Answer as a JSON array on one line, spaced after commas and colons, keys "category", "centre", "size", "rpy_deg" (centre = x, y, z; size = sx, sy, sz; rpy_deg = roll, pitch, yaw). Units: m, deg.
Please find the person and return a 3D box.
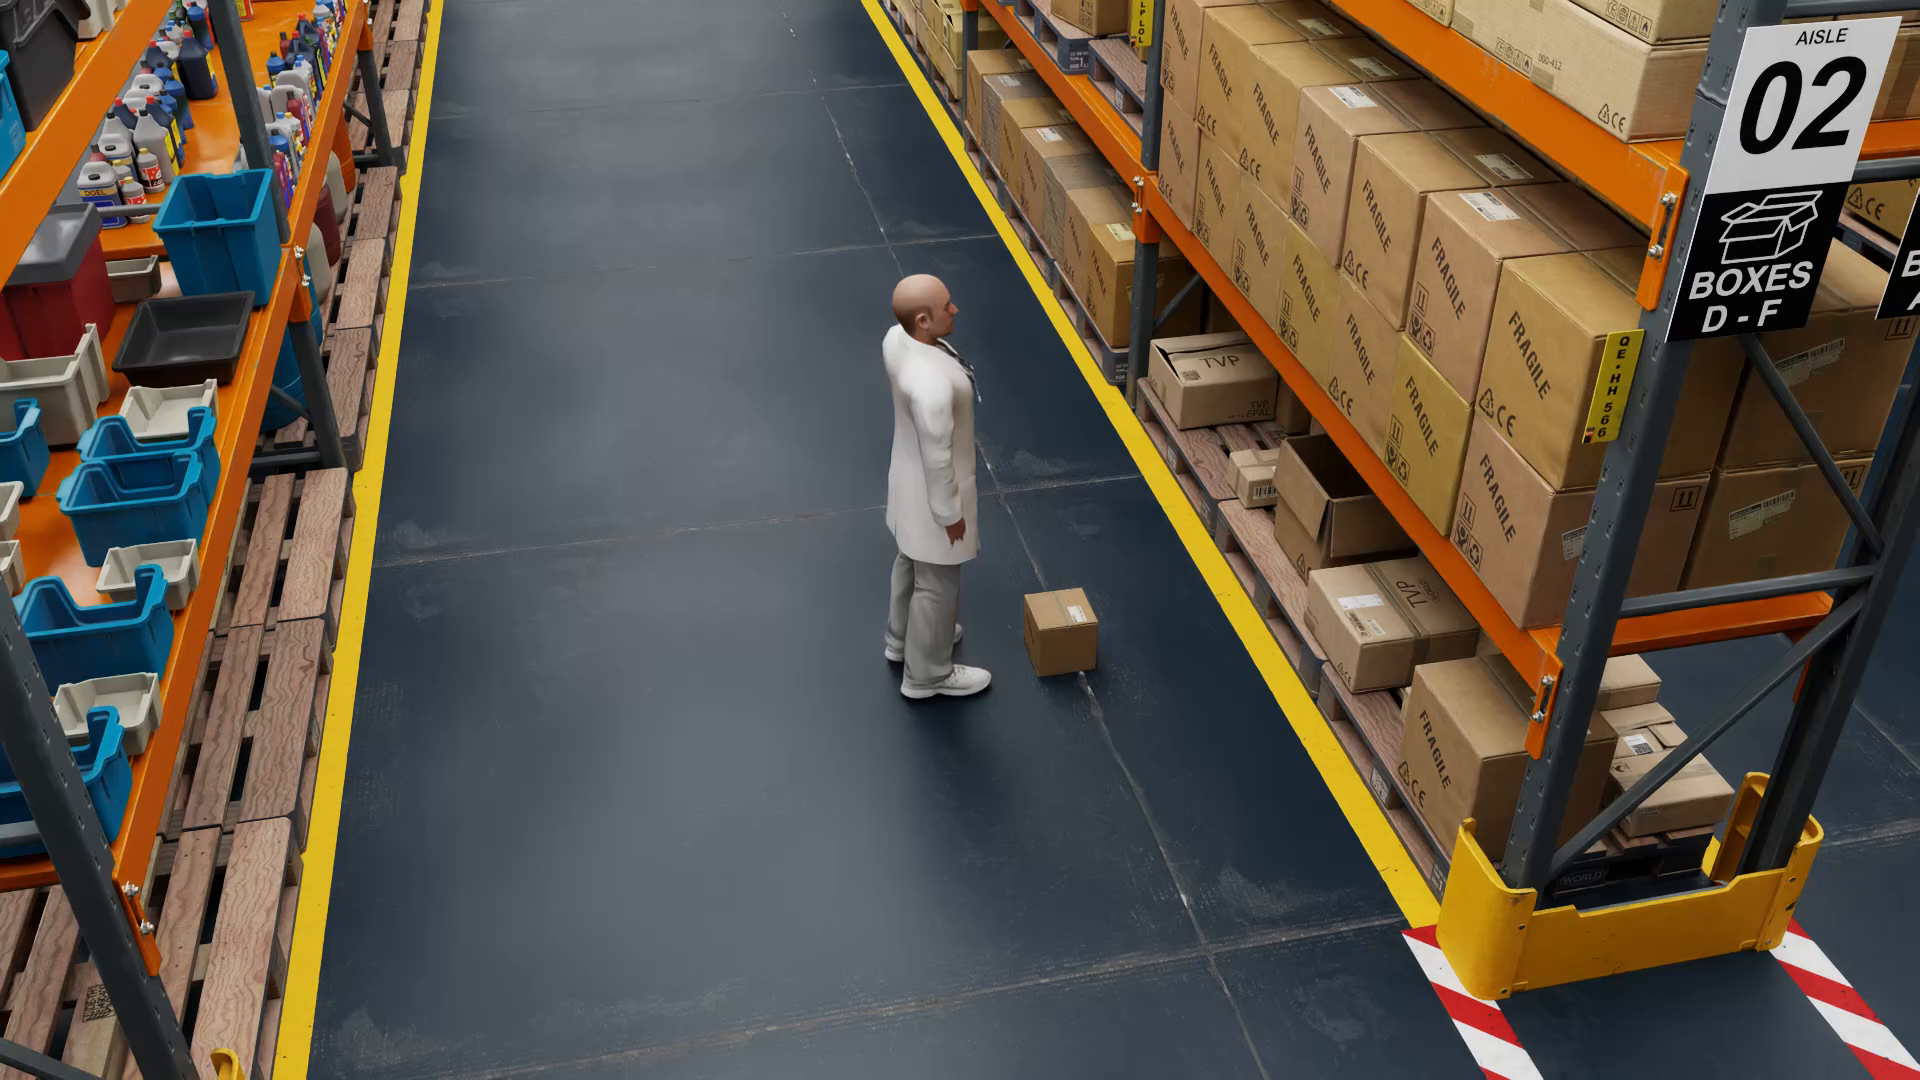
[{"category": "person", "centre": [-0.103, -0.203, 6.425], "size": [0.377, 1.790, 0.585], "rpy_deg": [-10, 35, -15]}]
